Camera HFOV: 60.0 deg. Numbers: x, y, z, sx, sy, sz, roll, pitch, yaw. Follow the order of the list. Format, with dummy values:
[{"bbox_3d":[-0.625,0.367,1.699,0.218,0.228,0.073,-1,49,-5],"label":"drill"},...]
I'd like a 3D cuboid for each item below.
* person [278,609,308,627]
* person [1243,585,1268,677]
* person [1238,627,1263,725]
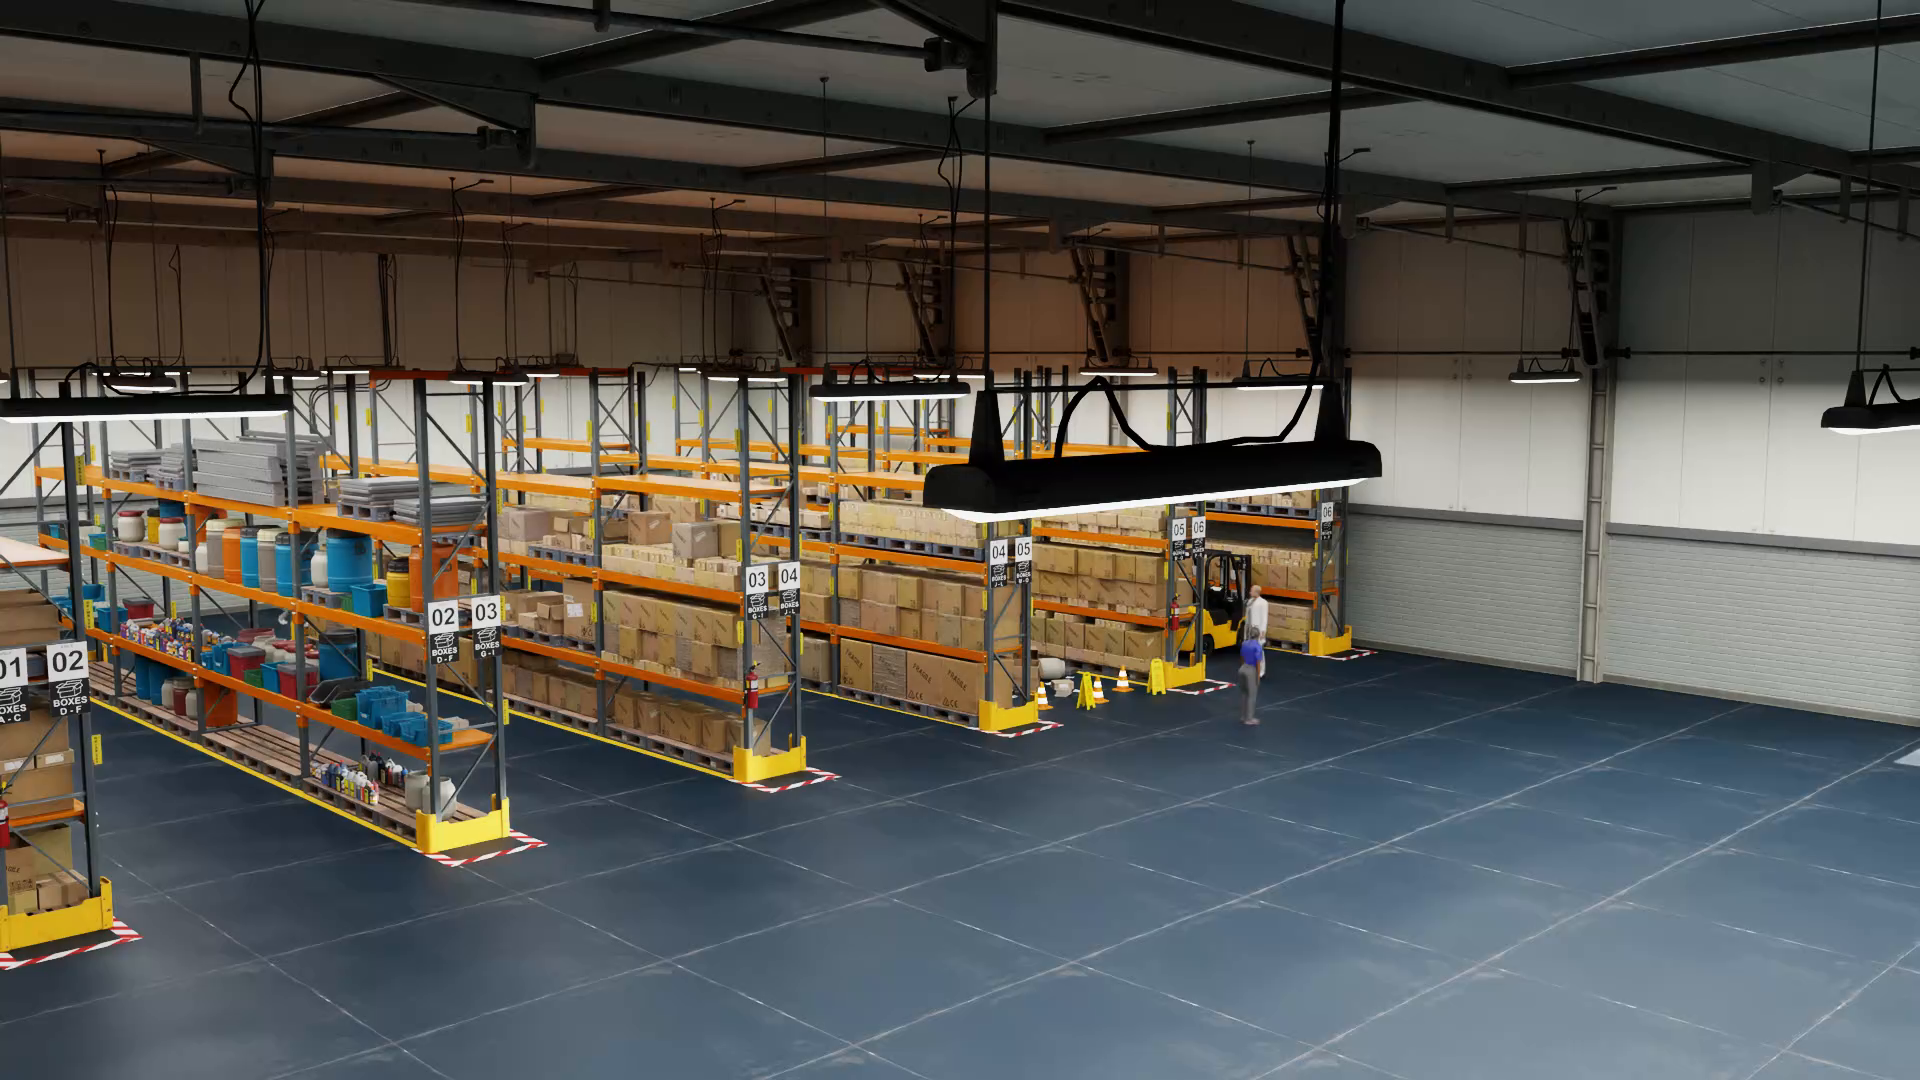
[{"bbox_3d":[-15.317,1.238,38.220,0.831,1.549,0.413,2,7,18],"label":"person"},{"bbox_3d":[5.783,1.781,32.529,0.427,1.803,0.645,-5,8,-37],"label":"person"},{"bbox_3d":[4.963,2.315,28.383,0.337,1.672,0.467,-4,8,-33],"label":"person"}]
